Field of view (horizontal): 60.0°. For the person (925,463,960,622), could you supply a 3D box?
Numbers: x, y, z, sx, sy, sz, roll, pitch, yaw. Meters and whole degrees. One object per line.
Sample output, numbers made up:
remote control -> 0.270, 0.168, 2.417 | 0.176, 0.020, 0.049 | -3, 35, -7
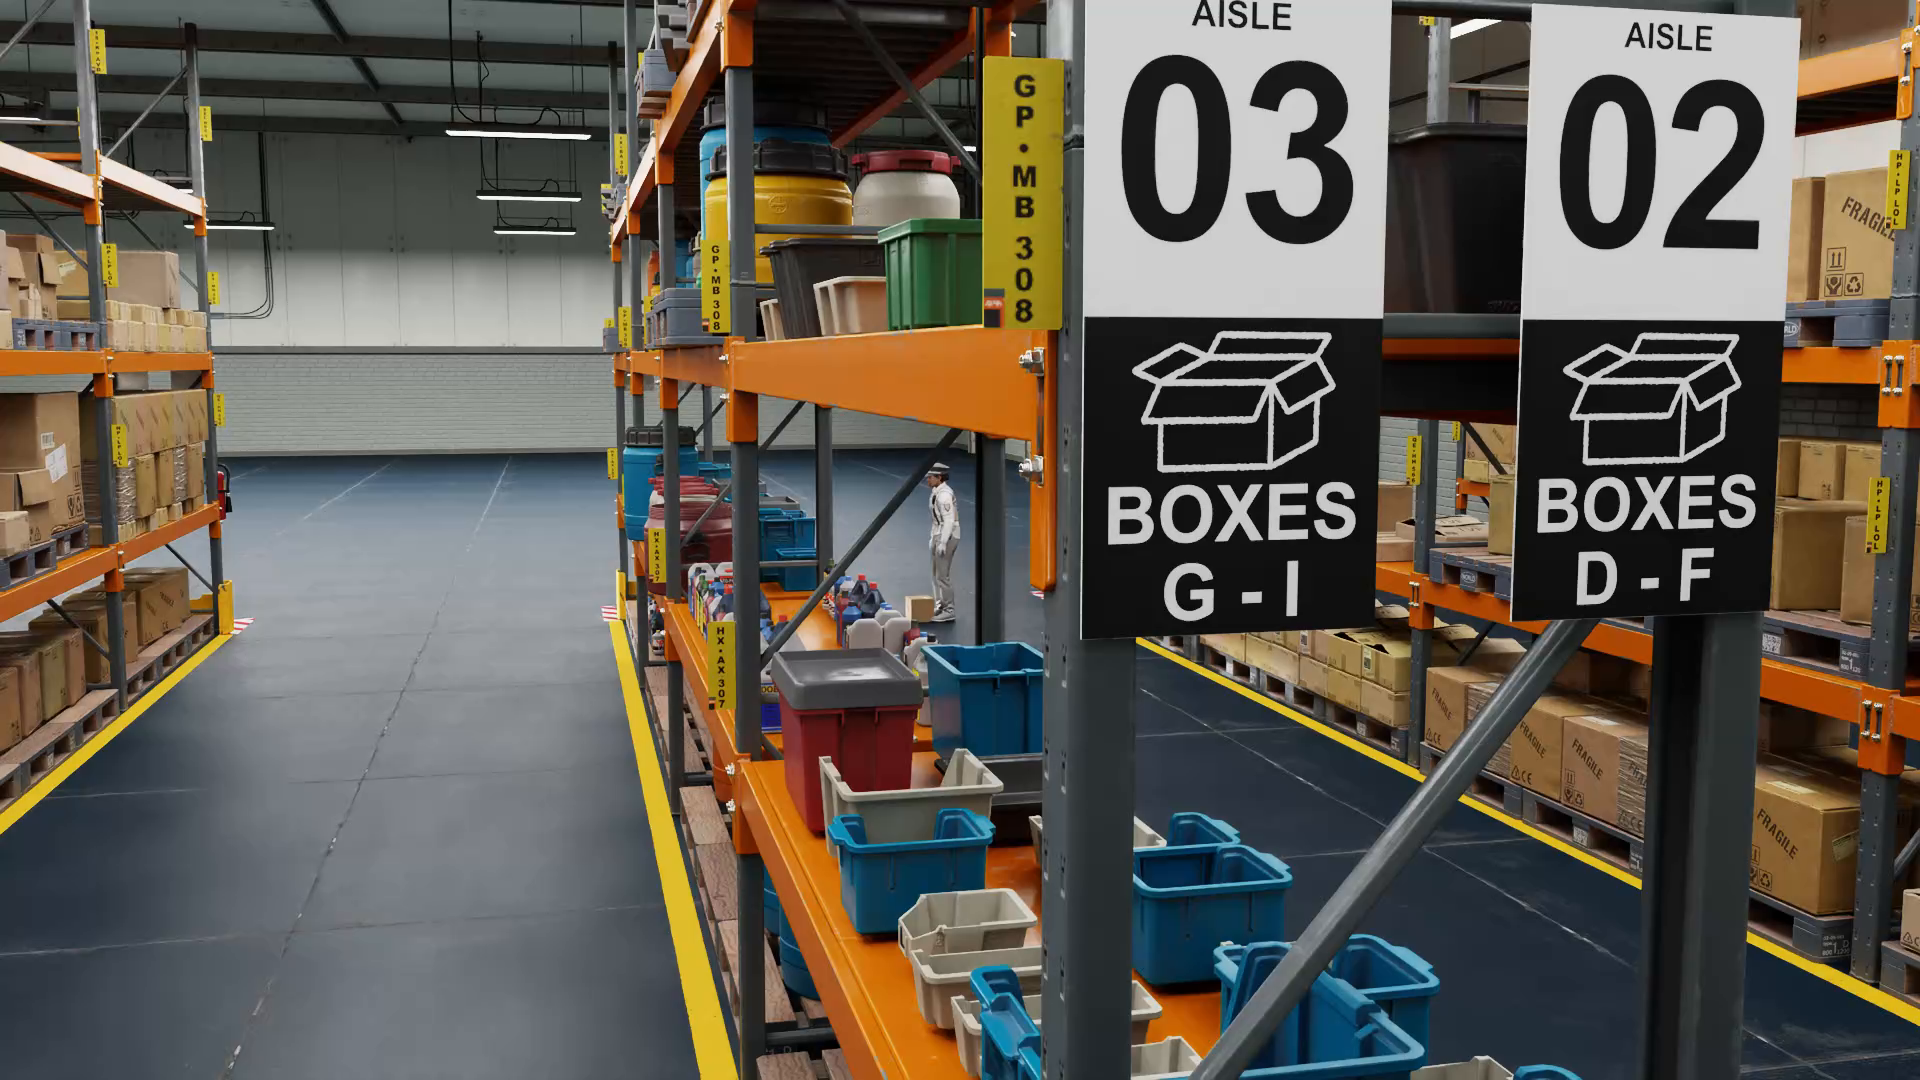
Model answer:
person -> -0.193, 0.024, 17.511 | 0.371, 1.651, 0.530 | -1, 6, -13
